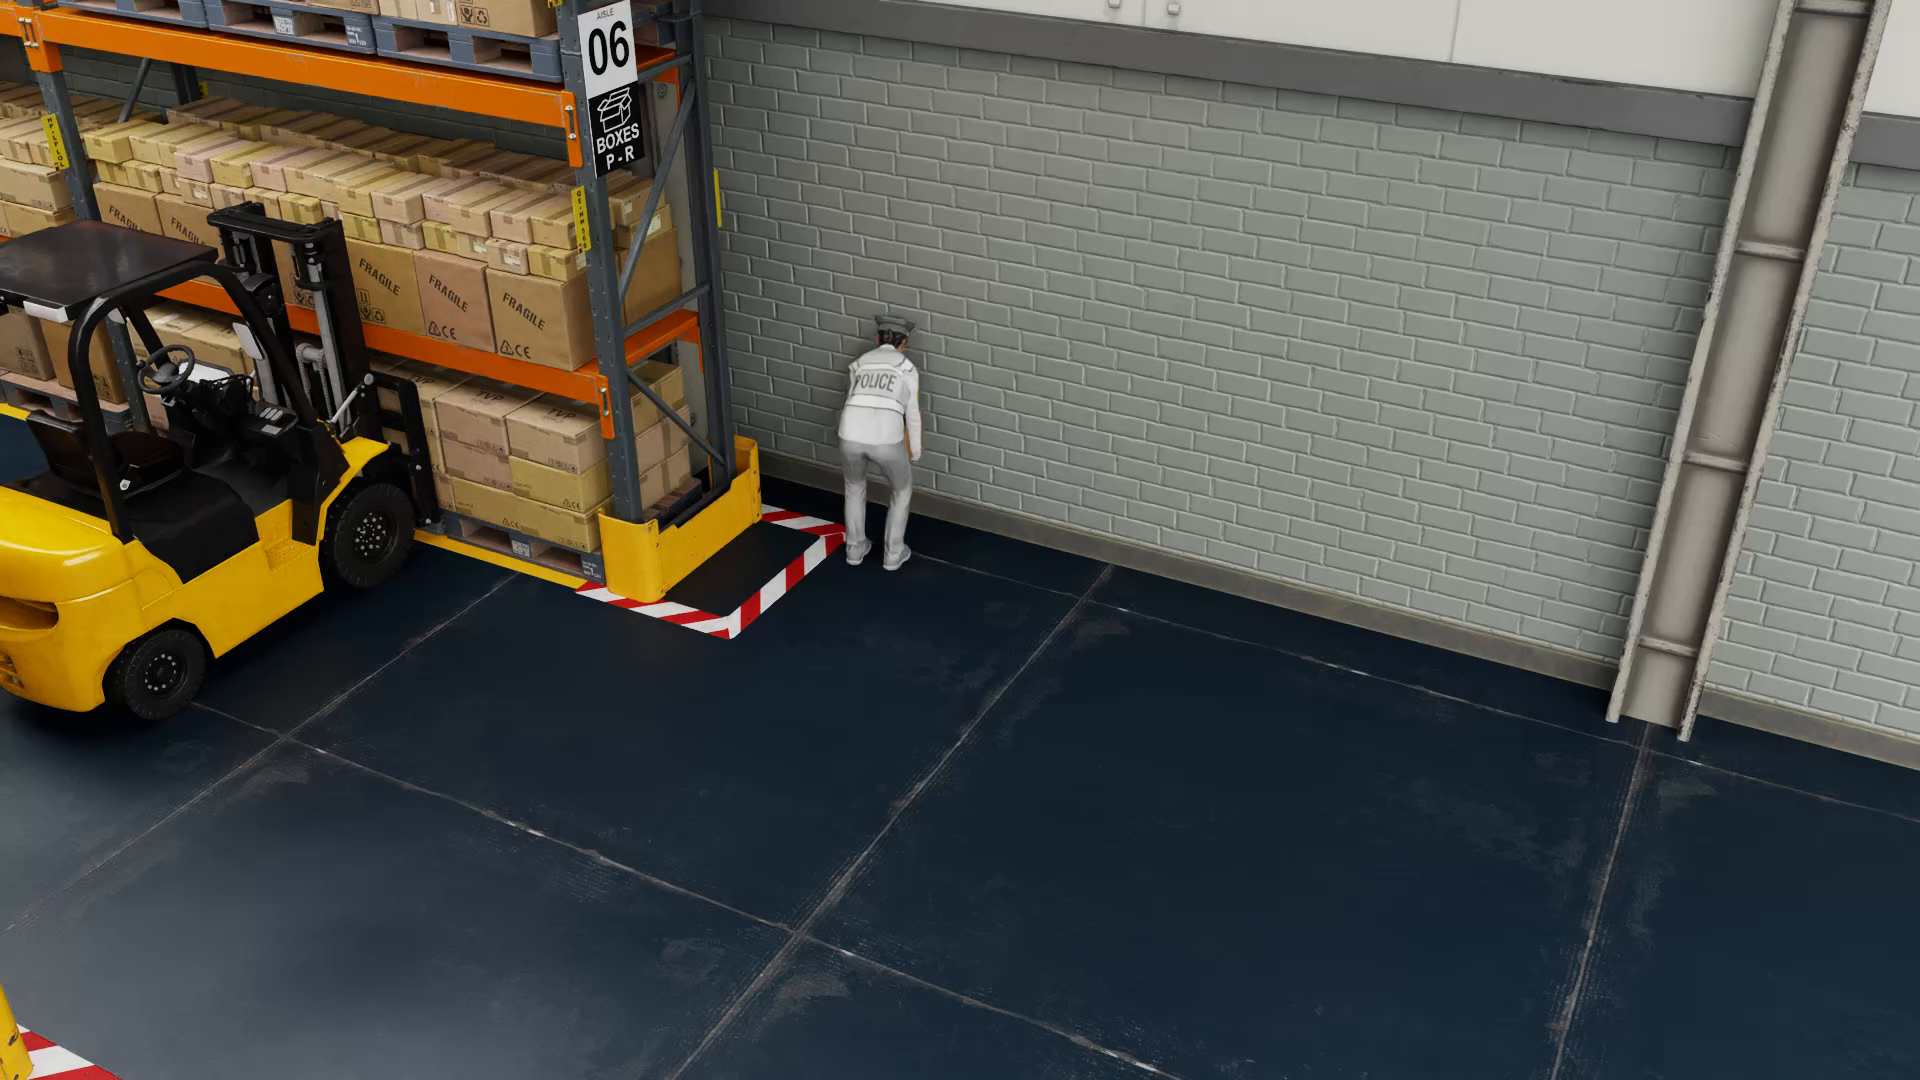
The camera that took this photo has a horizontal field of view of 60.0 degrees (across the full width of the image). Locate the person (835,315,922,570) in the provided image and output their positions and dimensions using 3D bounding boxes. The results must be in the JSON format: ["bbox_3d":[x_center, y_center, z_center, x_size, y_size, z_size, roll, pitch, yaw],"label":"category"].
[{"bbox_3d":[-0.441,-0.571,9.575,0.417,1.358,0.849,7,31,12],"label":"person"}]
